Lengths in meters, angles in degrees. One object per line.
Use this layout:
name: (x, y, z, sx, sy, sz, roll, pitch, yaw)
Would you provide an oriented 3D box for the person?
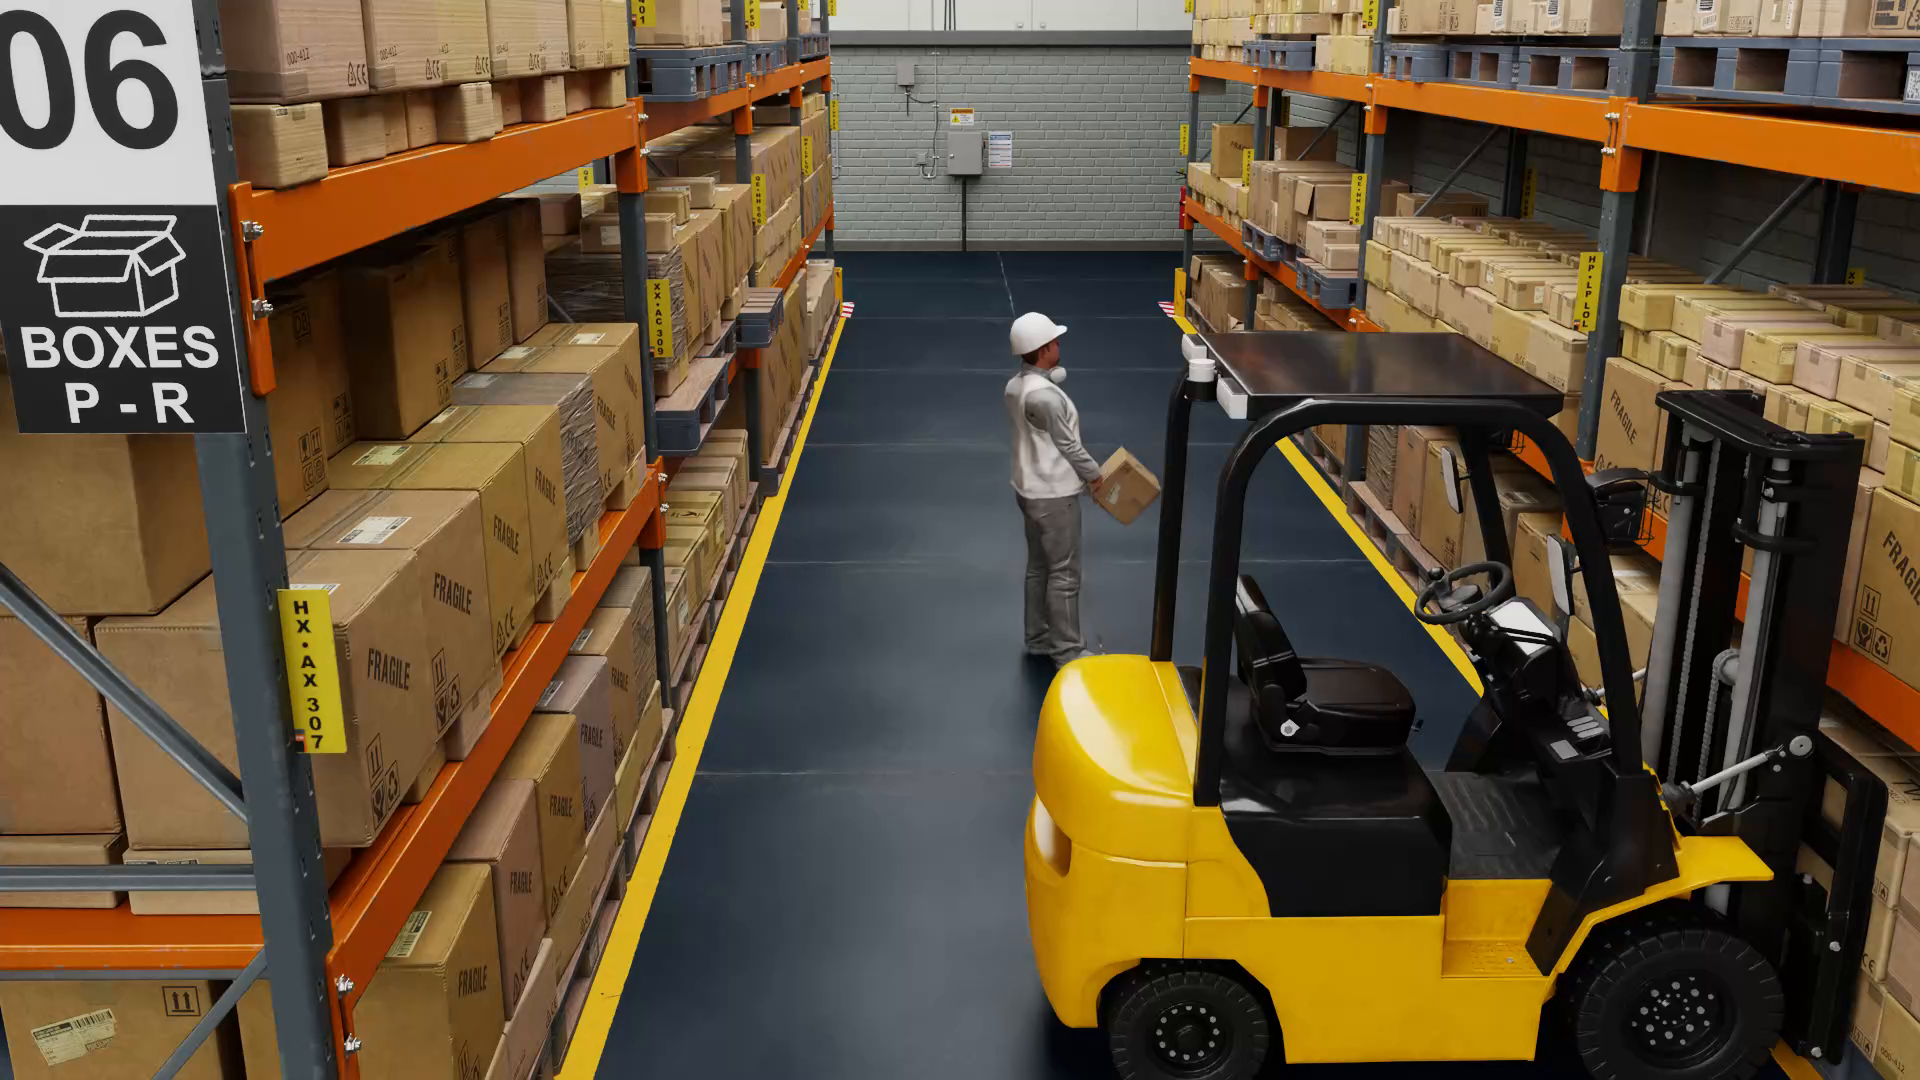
person: (0.501, -0.249, 8.306, 0.521, 1.777, 0.557, -4, 17, -13)
